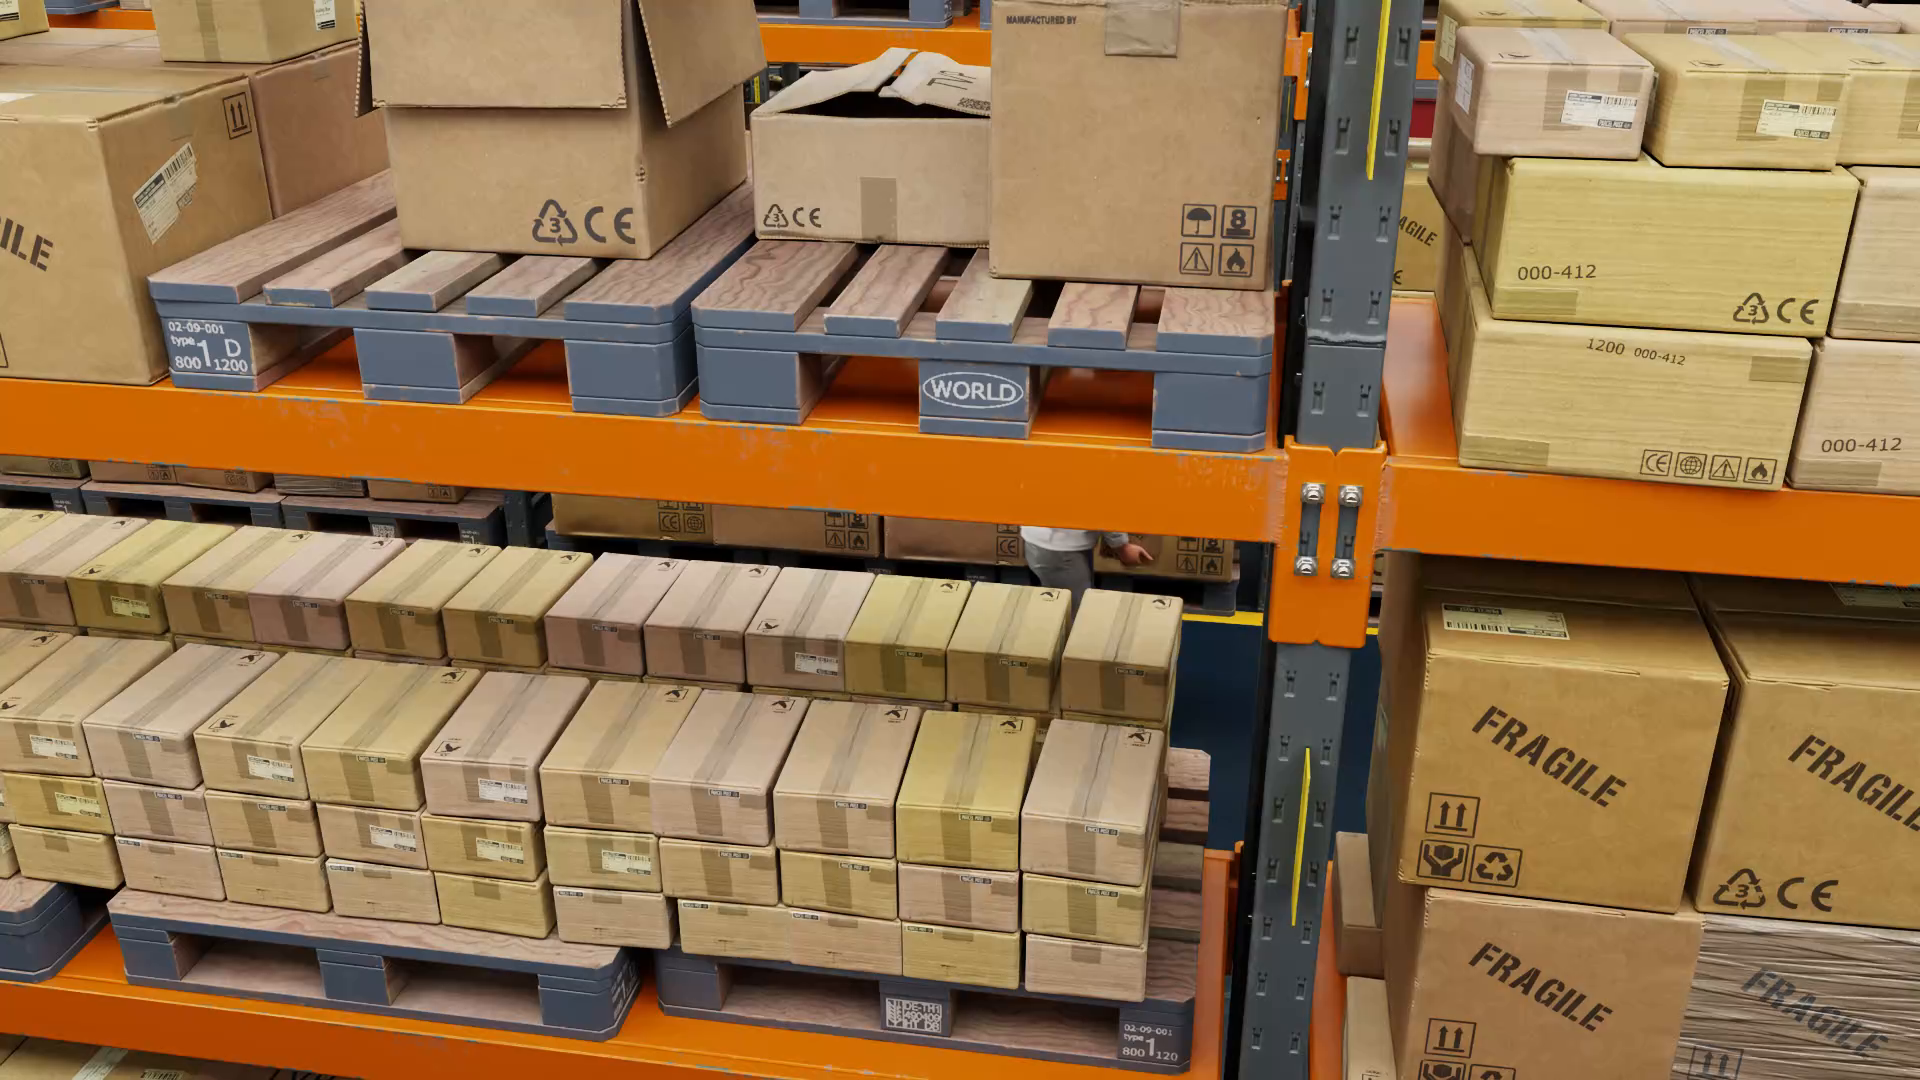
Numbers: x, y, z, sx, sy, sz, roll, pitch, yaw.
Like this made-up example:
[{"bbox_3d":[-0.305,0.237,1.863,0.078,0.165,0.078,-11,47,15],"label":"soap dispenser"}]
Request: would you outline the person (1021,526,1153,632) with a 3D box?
[{"bbox_3d":[0.550,-0.023,7.139,0.568,1.768,0.491,4,25,8],"label":"person"}]
